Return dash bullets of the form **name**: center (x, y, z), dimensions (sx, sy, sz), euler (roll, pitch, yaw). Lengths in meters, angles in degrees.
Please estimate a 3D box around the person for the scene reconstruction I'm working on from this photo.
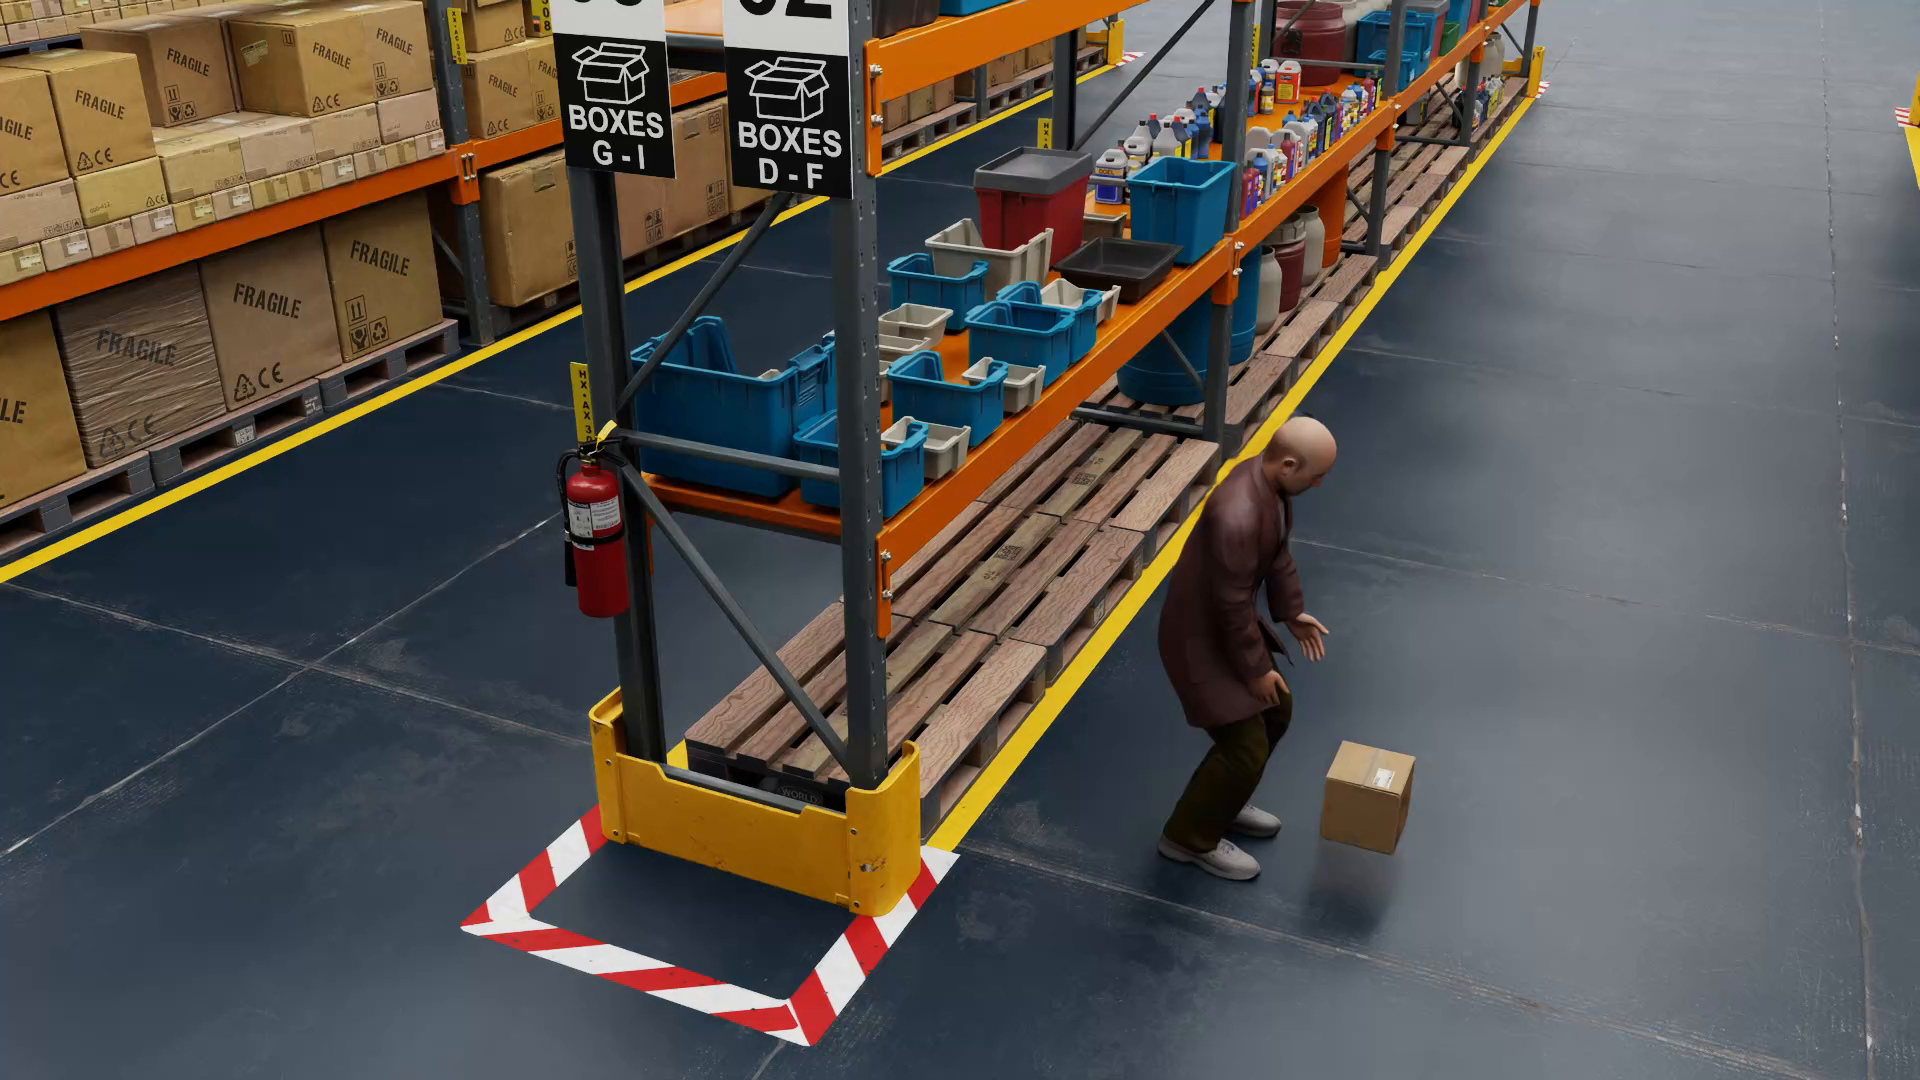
- **person**: center (0.949, 0.335, 5.653), dimensions (0.516, 1.653, 0.612), euler (12, 28, 23)
